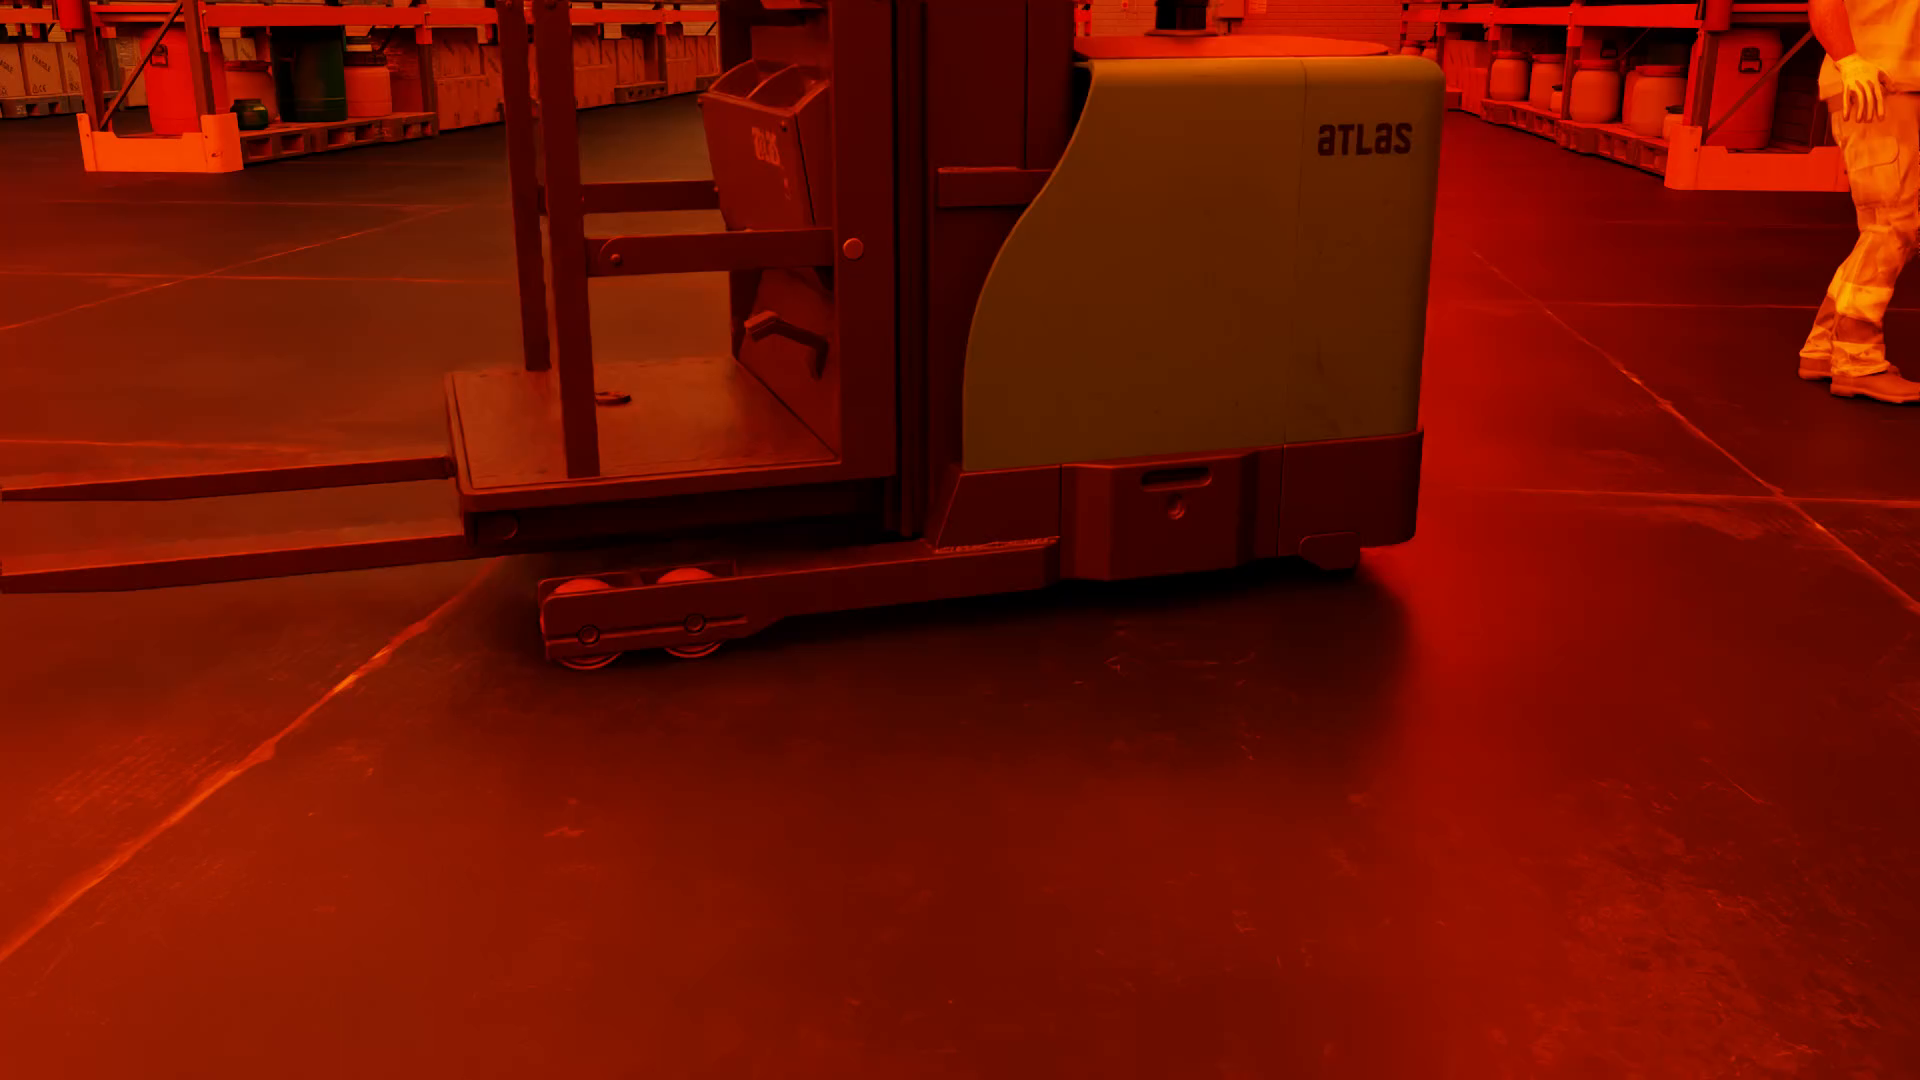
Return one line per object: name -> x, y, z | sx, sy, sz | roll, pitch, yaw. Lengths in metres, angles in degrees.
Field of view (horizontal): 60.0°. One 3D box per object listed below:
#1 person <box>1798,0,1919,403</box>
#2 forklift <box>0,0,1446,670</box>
person -> 2.942, -1.331, 5.121 | 0.757, 1.761, 0.506 | -14, 22, -38
forklift -> -0.581, -1.336, 3.188 | 3.031, 2.935, 1.130 | -6, 18, -17
